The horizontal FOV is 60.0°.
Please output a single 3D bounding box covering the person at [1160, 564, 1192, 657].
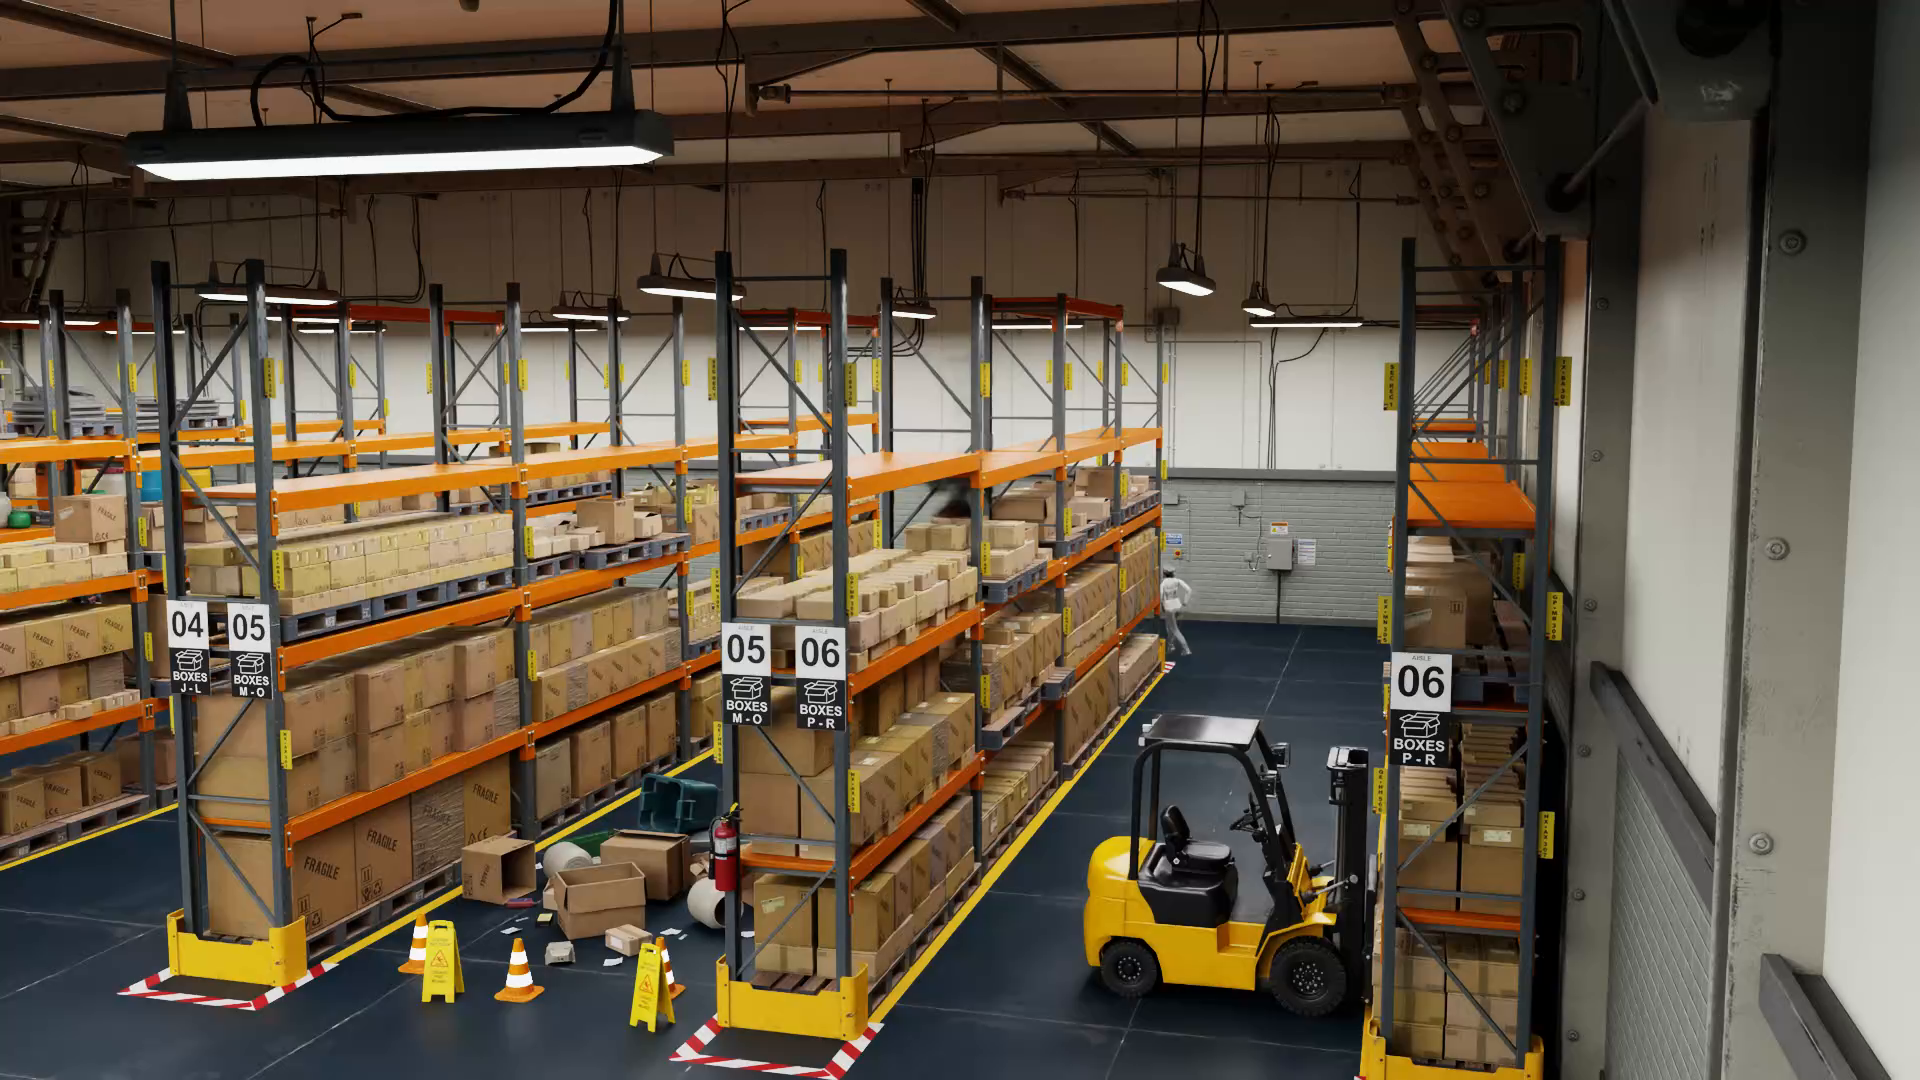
[{"bbox_3d":[3.696,1.251,29.202,0.623,1.682,0.819,-4,7,-32],"label":"person"}]
